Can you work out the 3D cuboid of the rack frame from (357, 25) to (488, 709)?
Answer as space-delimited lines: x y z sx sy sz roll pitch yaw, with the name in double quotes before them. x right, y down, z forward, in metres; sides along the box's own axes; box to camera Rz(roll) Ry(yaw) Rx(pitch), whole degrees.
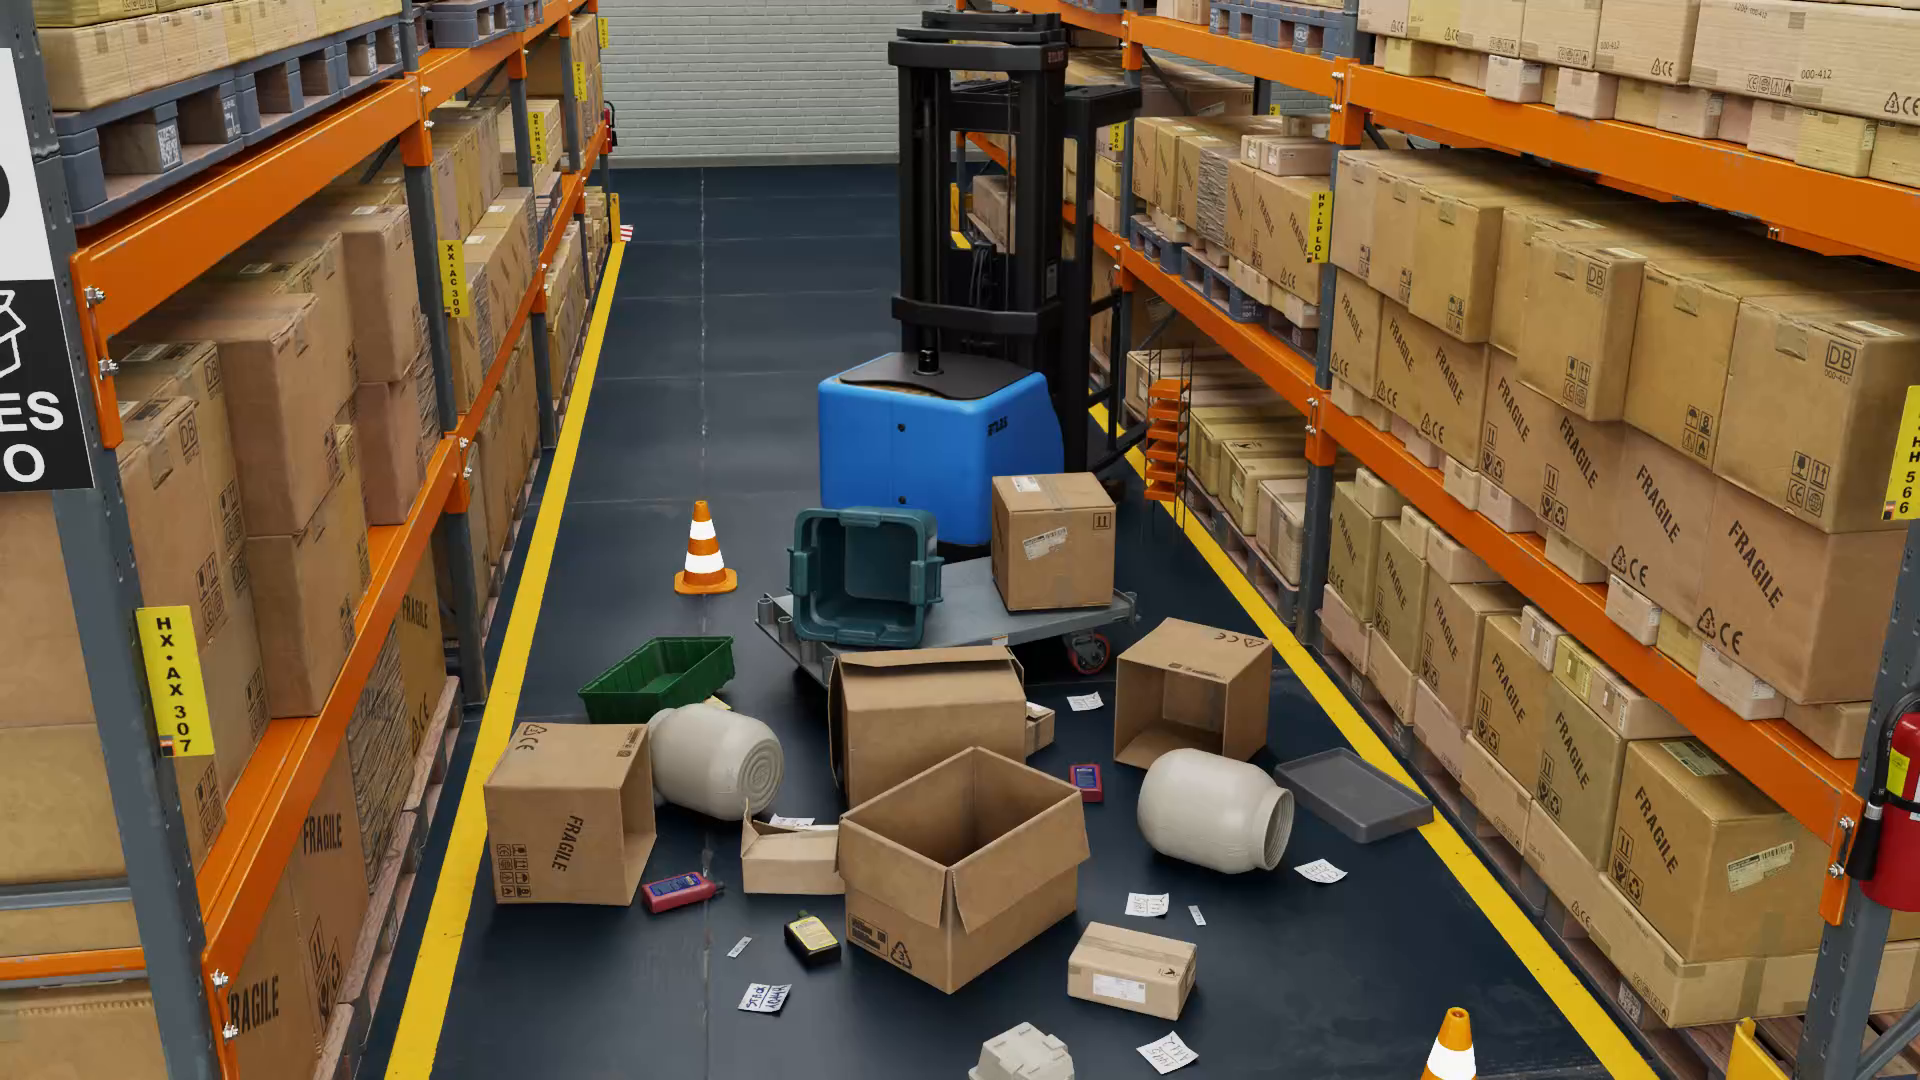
"rack frame" -2.691 -0.632 7.121 1.000 3.000 0.127 -3 21 -8

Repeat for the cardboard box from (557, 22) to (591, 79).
"cardboard box" -3.872 -4.758 16.170 0.500 0.500 0.500 -4 21 -10

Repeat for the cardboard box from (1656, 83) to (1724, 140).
"cardboard box" 2.315 -1.282 4.933 0.380 0.149 0.250 -3 21 -8

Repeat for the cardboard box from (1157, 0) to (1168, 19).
"cardboard box" 1.494 -3.472 10.796 0.380 0.149 0.250 -3 21 -8

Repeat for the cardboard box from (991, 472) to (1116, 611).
"cardboard box" 0.436 0.000 7.920 0.500 0.500 0.500 -3 21 -8

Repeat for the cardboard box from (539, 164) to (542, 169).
"cardboard box" -3.325 -2.859 12.417 0.380 0.149 0.250 -3 21 -8

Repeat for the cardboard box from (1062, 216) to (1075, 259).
"cardboard box" 1.346 -2.365 14.198 0.875 0.875 0.875 -2 21 -6

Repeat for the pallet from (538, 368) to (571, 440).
"pallet" -3.378 -0.981 12.042 1.003 0.211 1.213 -3 21 -8

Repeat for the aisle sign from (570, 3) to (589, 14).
"aisle sign" -4.134 -6.045 17.899 0.394 0.787 0.004 -3 21 -8

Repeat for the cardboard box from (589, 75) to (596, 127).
"cardboard box" -3.888 -4.304 16.384 0.500 0.500 0.500 -2 21 -5

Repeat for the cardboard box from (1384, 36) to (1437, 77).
"cardboard box" 1.975 -1.990 6.830 0.380 0.149 0.250 -3 21 -8

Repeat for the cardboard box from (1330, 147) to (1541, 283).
"cardboard box" 2.042 -1.408 7.202 0.700 0.500 0.500 -3 21 -8

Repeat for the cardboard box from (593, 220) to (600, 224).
"cardboard box" -3.879 -3.171 16.968 0.380 0.149 0.250 -2 21 -5

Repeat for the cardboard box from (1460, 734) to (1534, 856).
"cardboard box" 2.239 0.933 6.262 0.500 0.250 0.500 -4 21 -10

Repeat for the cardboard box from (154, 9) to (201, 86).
"cardboard box" -1.919 -1.088 3.671 0.380 0.149 0.250 -3 21 -8

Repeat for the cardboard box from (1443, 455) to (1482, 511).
"cardboard box" 2.096 -0.230 6.405 0.380 0.149 0.250 -3 21 -7

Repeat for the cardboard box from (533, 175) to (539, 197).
"cardboard box" -3.250 -2.541 11.991 0.380 0.149 0.250 -2 21 -5

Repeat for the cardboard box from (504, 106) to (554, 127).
"cardboard box" -3.518 -3.448 13.569 0.380 0.149 0.250 -4 21 -9

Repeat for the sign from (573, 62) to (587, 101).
"sign" -3.295 -3.974 14.413 0.100 0.325 0.005 -3 21 -8

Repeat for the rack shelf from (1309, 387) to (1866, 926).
"rack shelf" 2.481 0.113 6.155 1.077 0.370 4.000 -3 21 -8

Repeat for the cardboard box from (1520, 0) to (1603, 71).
"cardboard box" 2.203 -1.698 5.477 0.500 0.250 0.500 -3 21 -7

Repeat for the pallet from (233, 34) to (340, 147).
"pallet" -2.410 -1.290 4.724 1.003 0.211 1.213 -3 21 -8

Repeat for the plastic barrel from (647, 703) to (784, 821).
"plastic barrel" -1.009 0.890 6.728 0.512 0.421 0.421 12 24 30

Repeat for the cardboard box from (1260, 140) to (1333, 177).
"cardboard box" 1.791 -1.990 8.661 0.380 0.149 0.250 -4 21 -9

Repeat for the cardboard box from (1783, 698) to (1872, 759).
"cardboard box" 2.504 0.467 4.537 0.380 0.149 0.250 -2 21 -6

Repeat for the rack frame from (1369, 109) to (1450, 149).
"rack frame" 5.375 -5.323 19.681 1.000 3.000 0.127 -3 21 -8

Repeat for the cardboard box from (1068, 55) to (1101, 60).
"cardboard box" 0.920 -3.860 14.192 0.500 0.500 0.500 -3 21 -8

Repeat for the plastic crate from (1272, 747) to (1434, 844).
"plastic crate" 1.608 1.036 6.828 0.402 0.080 0.583 -11 23 -26

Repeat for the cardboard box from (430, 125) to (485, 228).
"cardboard box" -3.062 -2.024 9.275 0.700 0.500 0.500 -3 21 -9

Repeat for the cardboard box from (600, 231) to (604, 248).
"cardboard box" -3.901 -3.127 17.275 0.380 0.149 0.250 -4 21 -10

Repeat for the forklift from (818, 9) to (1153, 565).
"forklift" 0.368 -1.588 9.778 1.130 2.935 3.031 11 23 27

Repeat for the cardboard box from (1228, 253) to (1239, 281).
"cardboard box" 1.713 -1.514 9.241 0.380 0.149 0.250 -3 21 -8

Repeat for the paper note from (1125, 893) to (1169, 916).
"paper note" 0.690 1.336 6.112 0.148 0.019 0.142 4 21 11

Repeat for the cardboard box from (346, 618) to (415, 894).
"cardboard box" -2.536 0.700 5.992 0.875 0.875 0.875 -3 21 -7

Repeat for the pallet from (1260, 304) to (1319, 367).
"pallet" 2.227 -1.099 8.645 1.003 0.211 1.213 -3 21 -8

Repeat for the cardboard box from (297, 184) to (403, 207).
"cardboard box" -2.671 -1.079 6.559 0.875 0.550 0.550 -3 21 -8

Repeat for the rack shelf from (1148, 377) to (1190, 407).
"rack shelf" 1.173 -0.825 9.308 0.180 0.103 0.258 8 22 20

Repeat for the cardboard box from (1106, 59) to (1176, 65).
"cardboard box" 1.488 -3.704 13.776 0.500 0.500 0.500 -2 21 -6

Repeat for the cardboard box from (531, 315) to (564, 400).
"cardboard box" -3.117 -1.301 11.883 0.500 0.500 0.500 -4 21 -10

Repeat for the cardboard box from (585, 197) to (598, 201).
"cardboard box" -3.976 -3.490 17.398 0.380 0.149 0.250 -4 21 -10

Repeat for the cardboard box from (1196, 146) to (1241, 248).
"cardboard box" 1.682 -1.980 9.562 0.500 0.500 0.500 -4 21 -10

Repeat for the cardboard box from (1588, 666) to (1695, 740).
"cardboard box" 2.277 0.516 5.377 0.380 0.149 0.250 -2 21 -6

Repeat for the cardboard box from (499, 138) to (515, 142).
"cardboard box" -3.215 -2.723 11.627 0.380 0.149 0.250 -3 21 -8

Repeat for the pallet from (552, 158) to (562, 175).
"pallet" -3.878 -3.040 13.843 1.003 0.211 1.213 -3 21 -8

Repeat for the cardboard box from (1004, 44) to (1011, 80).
"cardboard box" 0.699 -4.351 15.507 0.500 0.500 0.500 -3 21 -8

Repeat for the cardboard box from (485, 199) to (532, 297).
"cardboard box" -2.866 -1.749 9.968 0.500 0.500 0.500 -3 21 -8

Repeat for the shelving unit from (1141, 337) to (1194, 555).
"shelving unit" 1.173 -0.529 9.419 0.189 1.200 0.258 8 22 20

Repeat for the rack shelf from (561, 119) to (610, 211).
"rack shelf" -4.132 -3.757 16.517 1.077 0.370 4.000 -3 21 -8

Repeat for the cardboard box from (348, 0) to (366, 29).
"cardboard box" -2.210 -1.788 5.545 0.380 0.149 0.250 -3 21 -8

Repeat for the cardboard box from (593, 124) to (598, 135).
"cardboard box" -3.984 -4.309 17.326 0.380 0.149 0.250 -2 21 -6

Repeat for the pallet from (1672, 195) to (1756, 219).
"pallet" 6.361 -2.695 12.918 1.213 0.211 1.003 -3 21 -8

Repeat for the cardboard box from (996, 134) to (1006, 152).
"cardboard box" 0.640 -4.059 16.154 0.500 0.500 0.500 -3 21 -9

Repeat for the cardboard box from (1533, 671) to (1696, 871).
"cardboard box" 2.318 0.764 5.643 0.500 0.500 0.500 -2 21 -6

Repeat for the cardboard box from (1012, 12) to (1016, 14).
"cardboard box" 0.774 -5.690 18.164 0.380 0.149 0.250 -3 21 -7

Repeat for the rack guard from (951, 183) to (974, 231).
"rack guard" 0.460 -3.909 19.467 1.175 0.500 0.348 -3 21 -8

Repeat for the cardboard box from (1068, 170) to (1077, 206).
"cardboard box" 1.141 -2.745 12.992 0.500 0.250 0.500 -3 21 -8

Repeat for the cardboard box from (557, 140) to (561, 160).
"cardboard box" -3.553 -3.264 13.926 0.380 0.149 0.250 -3 21 -7
